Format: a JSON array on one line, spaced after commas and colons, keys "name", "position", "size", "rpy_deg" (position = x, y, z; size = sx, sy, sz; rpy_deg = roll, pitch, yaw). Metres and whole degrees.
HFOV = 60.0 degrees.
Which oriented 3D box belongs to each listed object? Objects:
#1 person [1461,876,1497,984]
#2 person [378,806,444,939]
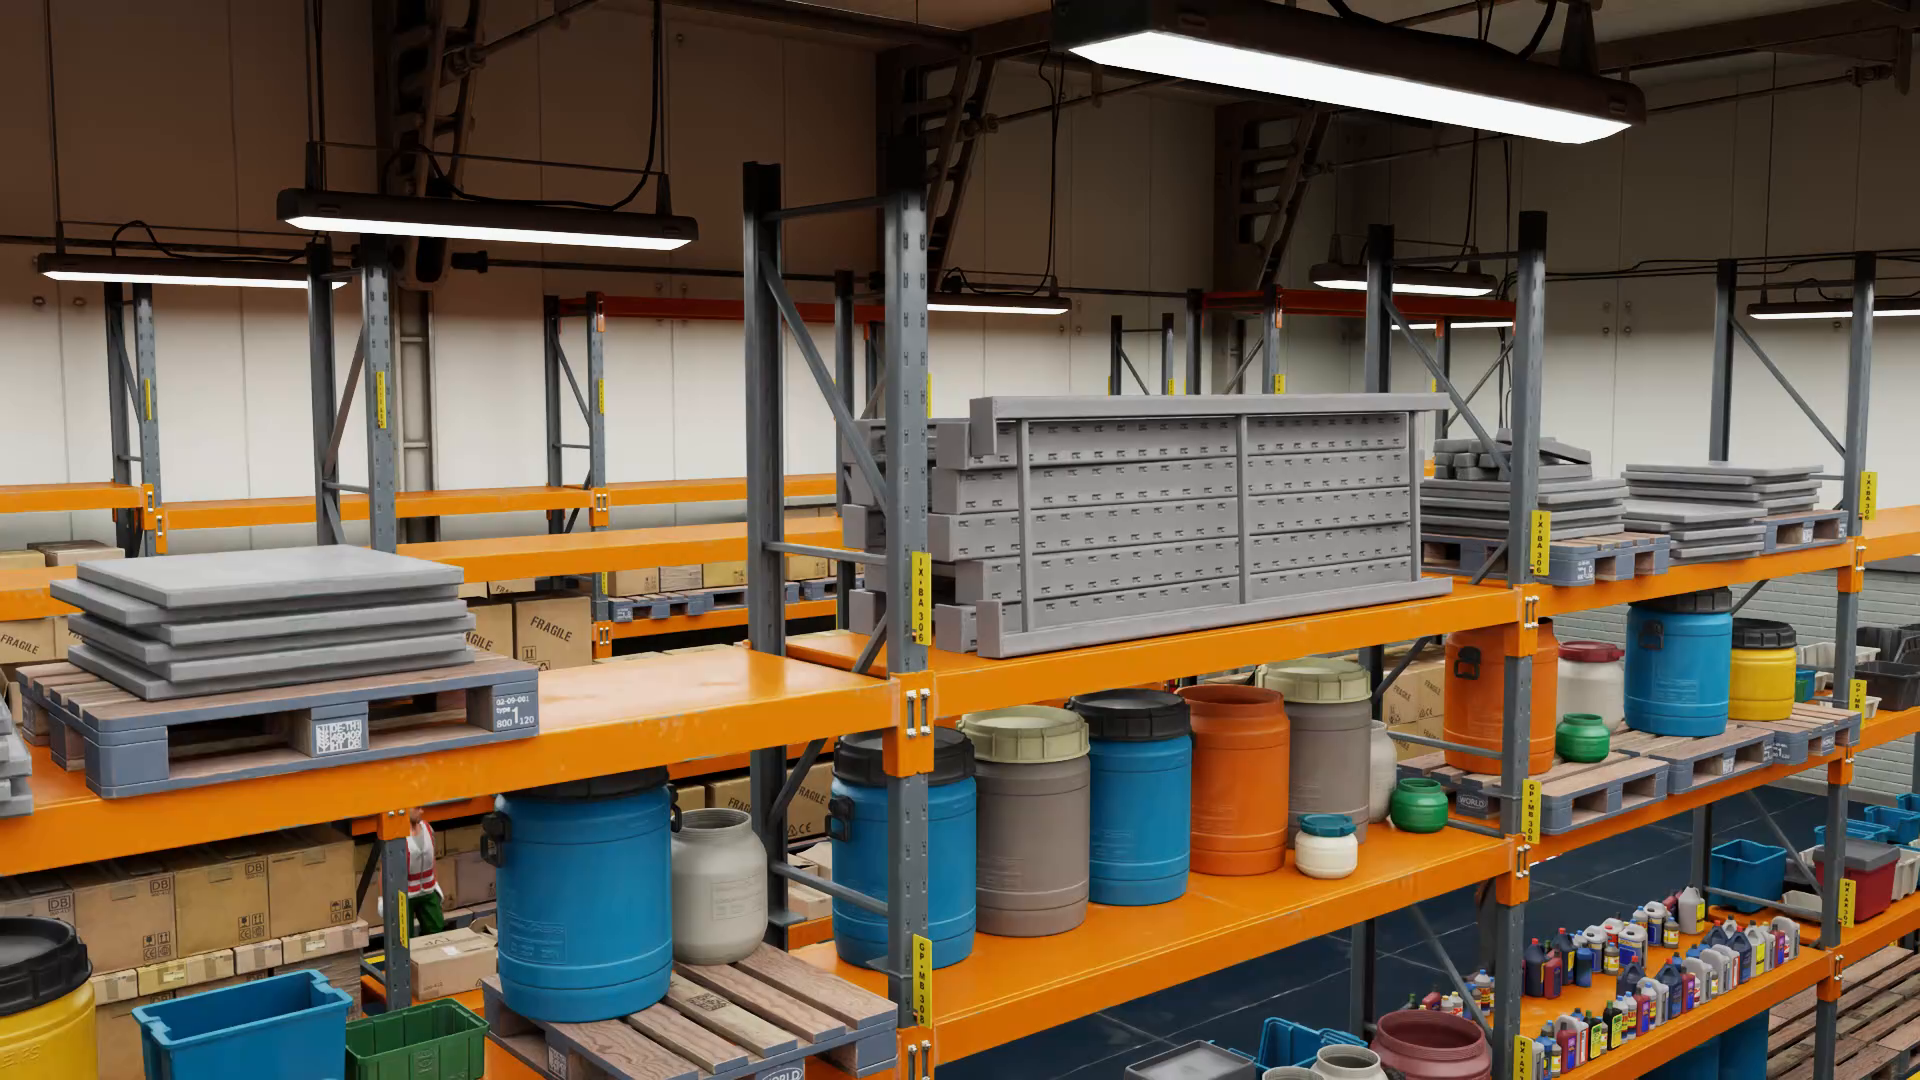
[{"name": "person", "position": [4.567, 2.980, 14.339], "size": [0.484, 1.665, 0.468], "rpy_deg": [1, 6, 10]}, {"name": "person", "position": [-4.517, 2.965, 13.774], "size": [0.442, 1.820, 0.610], "rpy_deg": [4, 7, 38]}]
